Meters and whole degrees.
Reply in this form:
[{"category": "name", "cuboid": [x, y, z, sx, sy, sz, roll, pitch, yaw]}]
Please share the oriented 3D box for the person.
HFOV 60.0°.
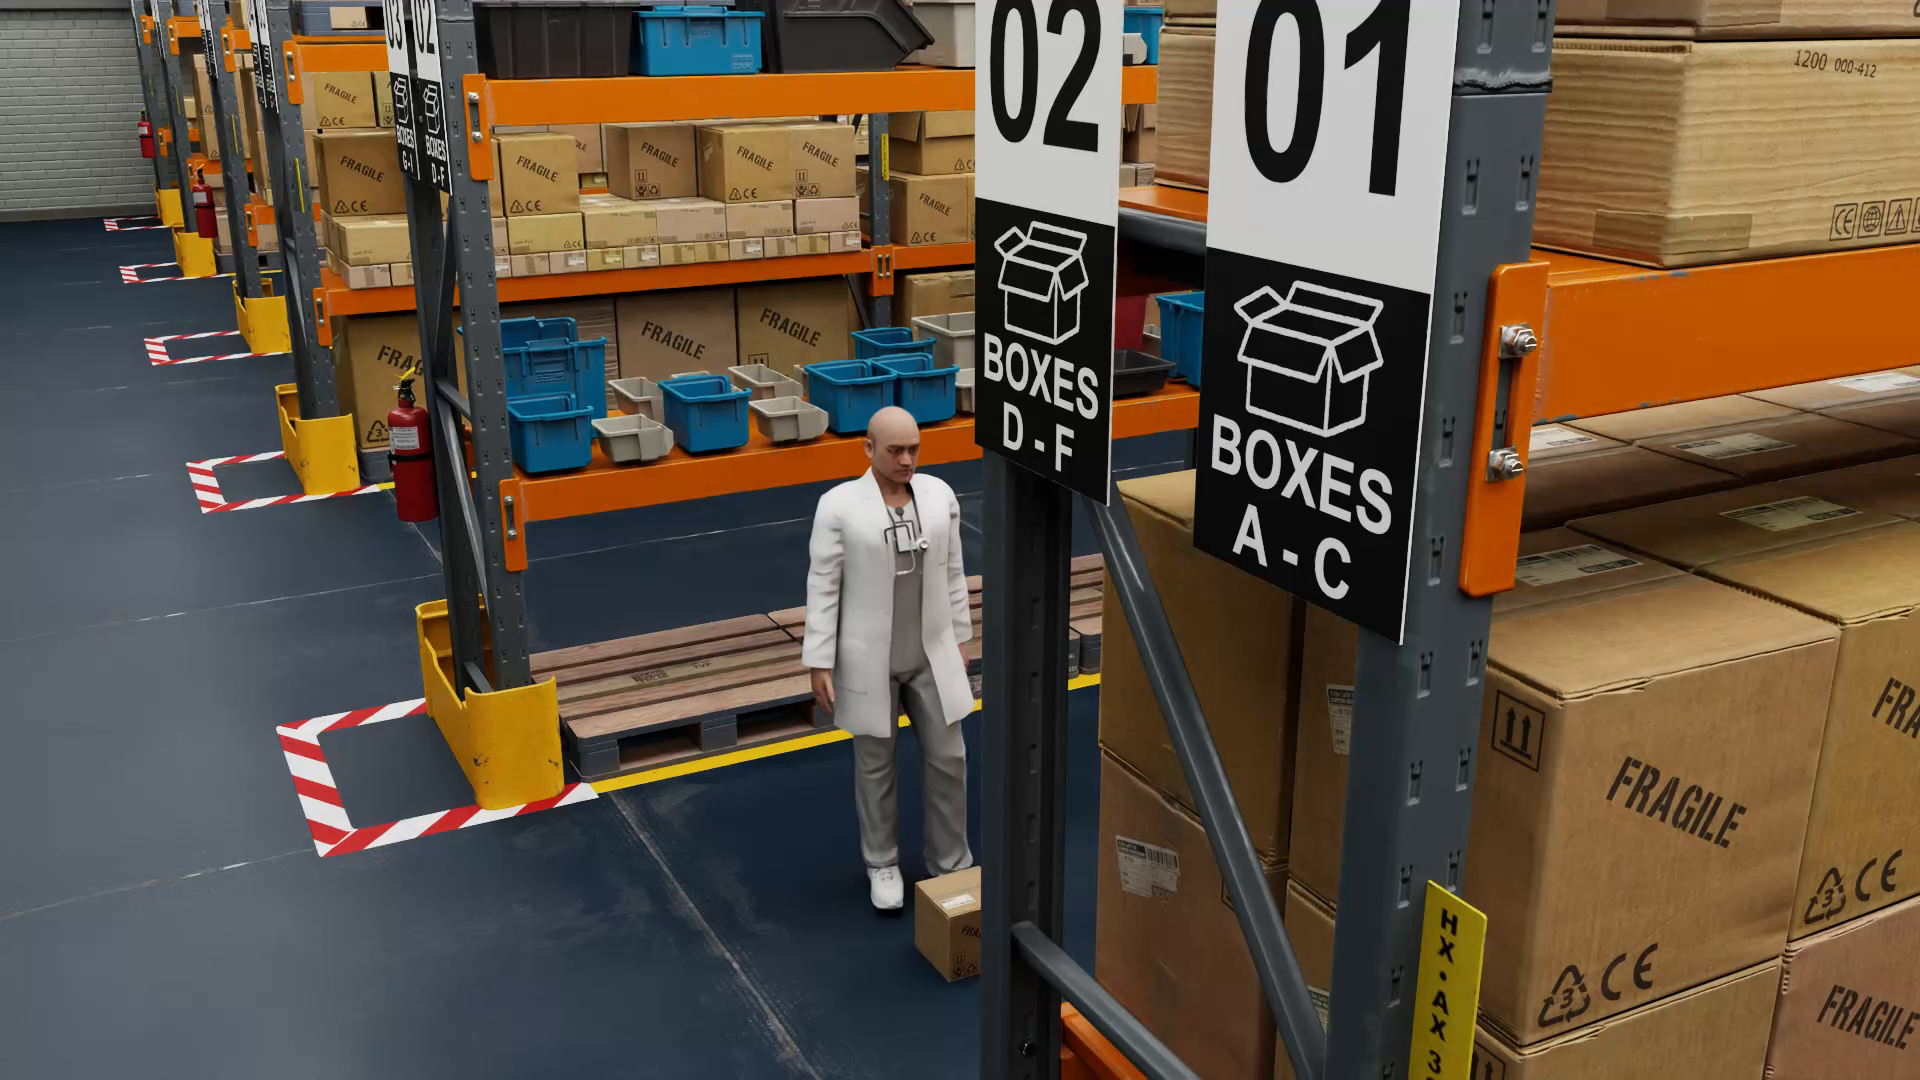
[{"category": "person", "cuboid": [-0.220, 0.455, 5.745, 0.643, 1.830, 0.467, -6, 19, -19]}]
